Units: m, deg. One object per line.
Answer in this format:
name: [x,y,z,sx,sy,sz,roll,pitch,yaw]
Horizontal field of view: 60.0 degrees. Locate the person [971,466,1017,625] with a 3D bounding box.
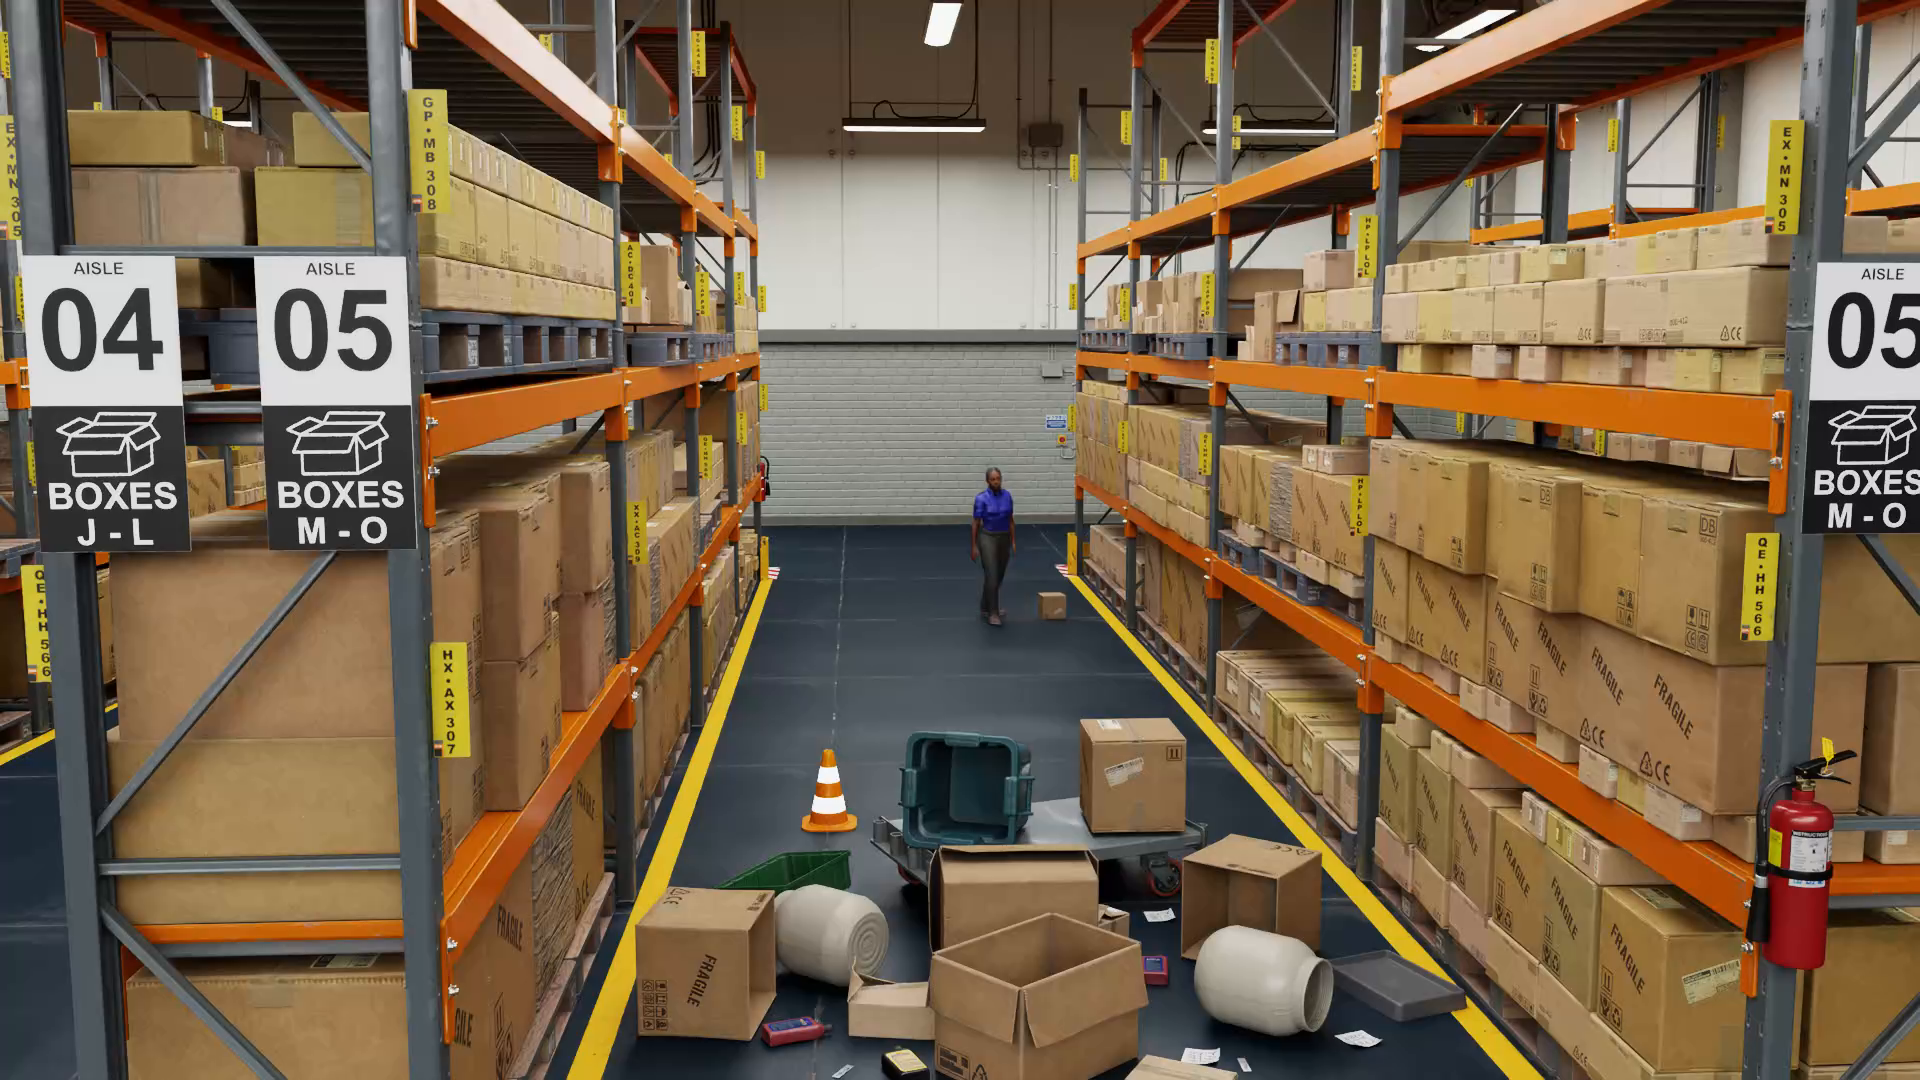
person: [0.337,0.042,17.467,0.526,1.647,0.577,-4,8,-32]
